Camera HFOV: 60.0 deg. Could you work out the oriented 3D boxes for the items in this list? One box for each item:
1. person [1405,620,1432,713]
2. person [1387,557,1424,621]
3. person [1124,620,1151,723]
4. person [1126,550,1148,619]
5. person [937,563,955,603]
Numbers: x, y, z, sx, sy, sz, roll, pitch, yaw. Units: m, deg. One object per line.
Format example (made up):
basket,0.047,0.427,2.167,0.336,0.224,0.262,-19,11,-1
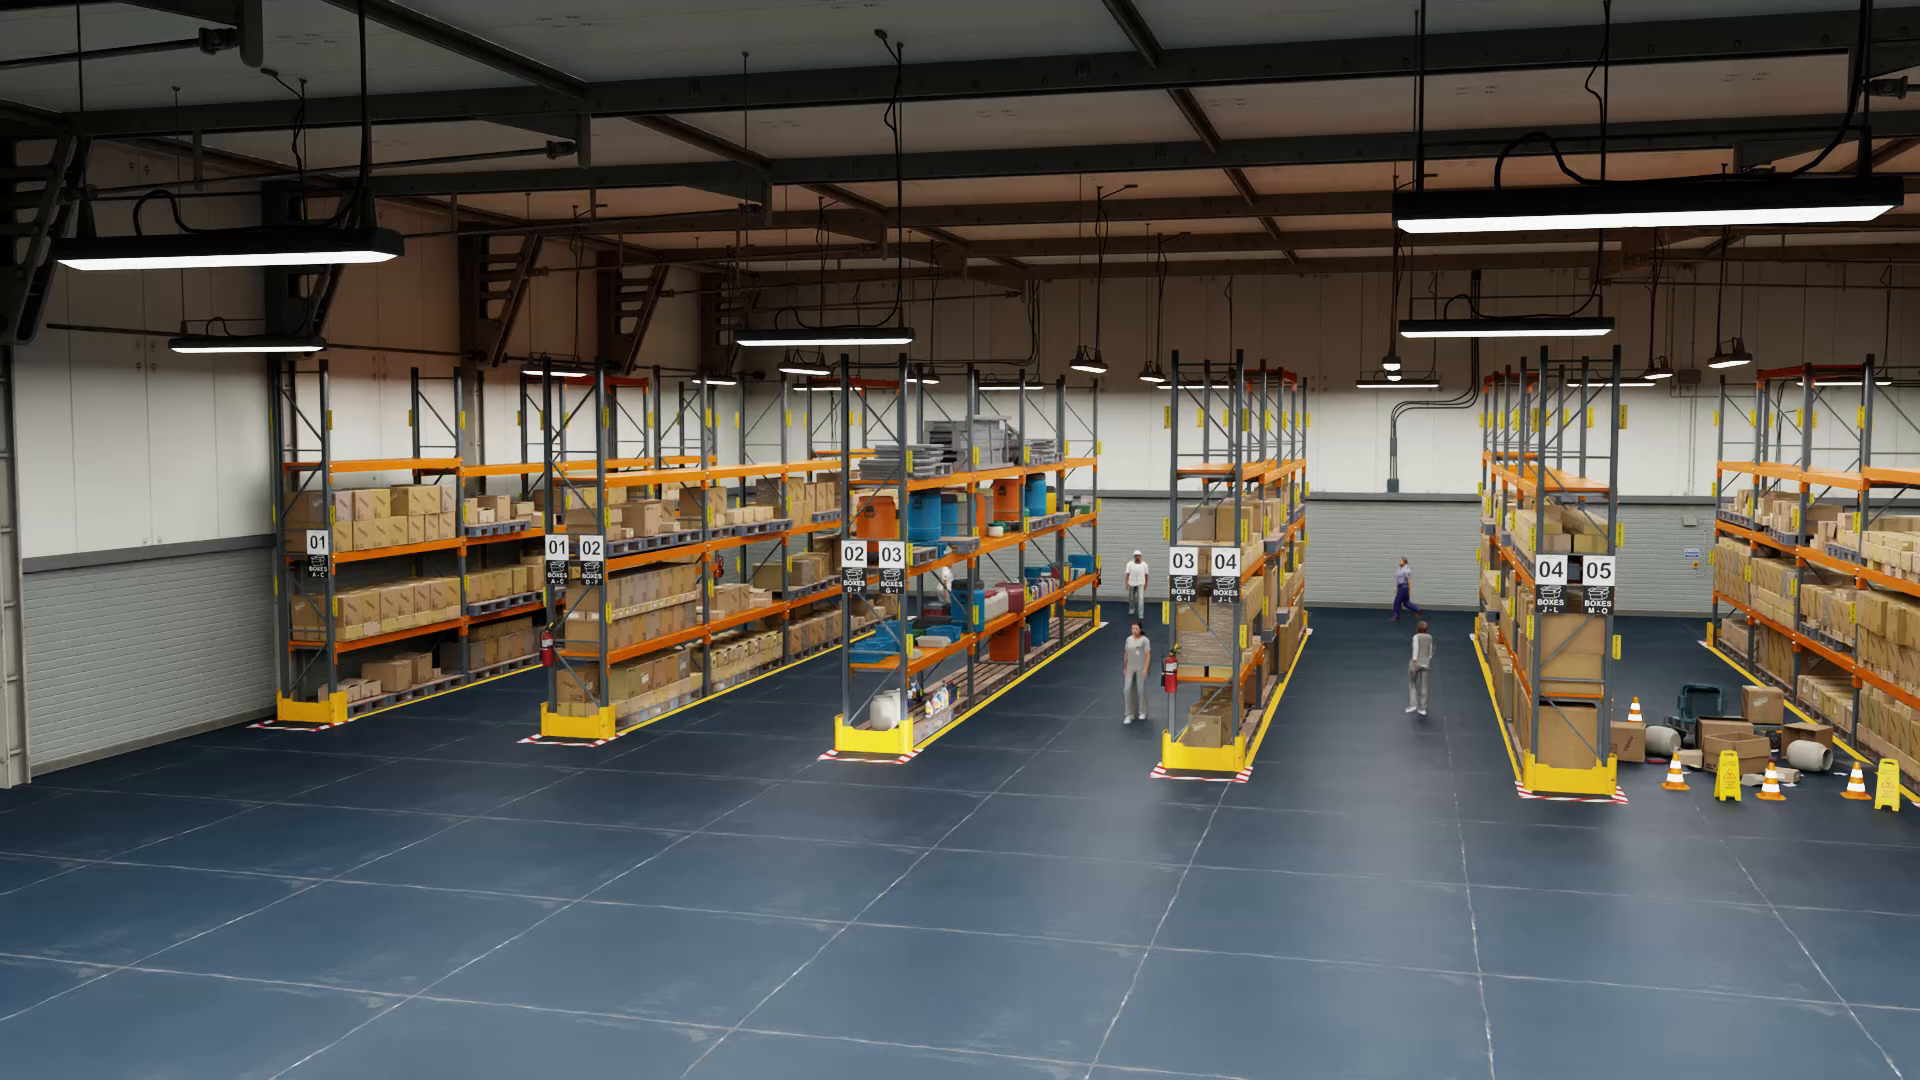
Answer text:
person,7.875,2.184,28.372,0.409,1.617,0.626,0,4,2
person,11.084,1.214,41.346,0.918,1.606,0.475,0,4,5
person,2.932,2.190,27.682,0.502,1.712,0.581,2,5,30
person,4.459,1.117,41.894,0.572,1.727,1.036,0,4,5
person,-0.322,1.286,40.434,0.549,1.703,0.519,-1,4,-11
